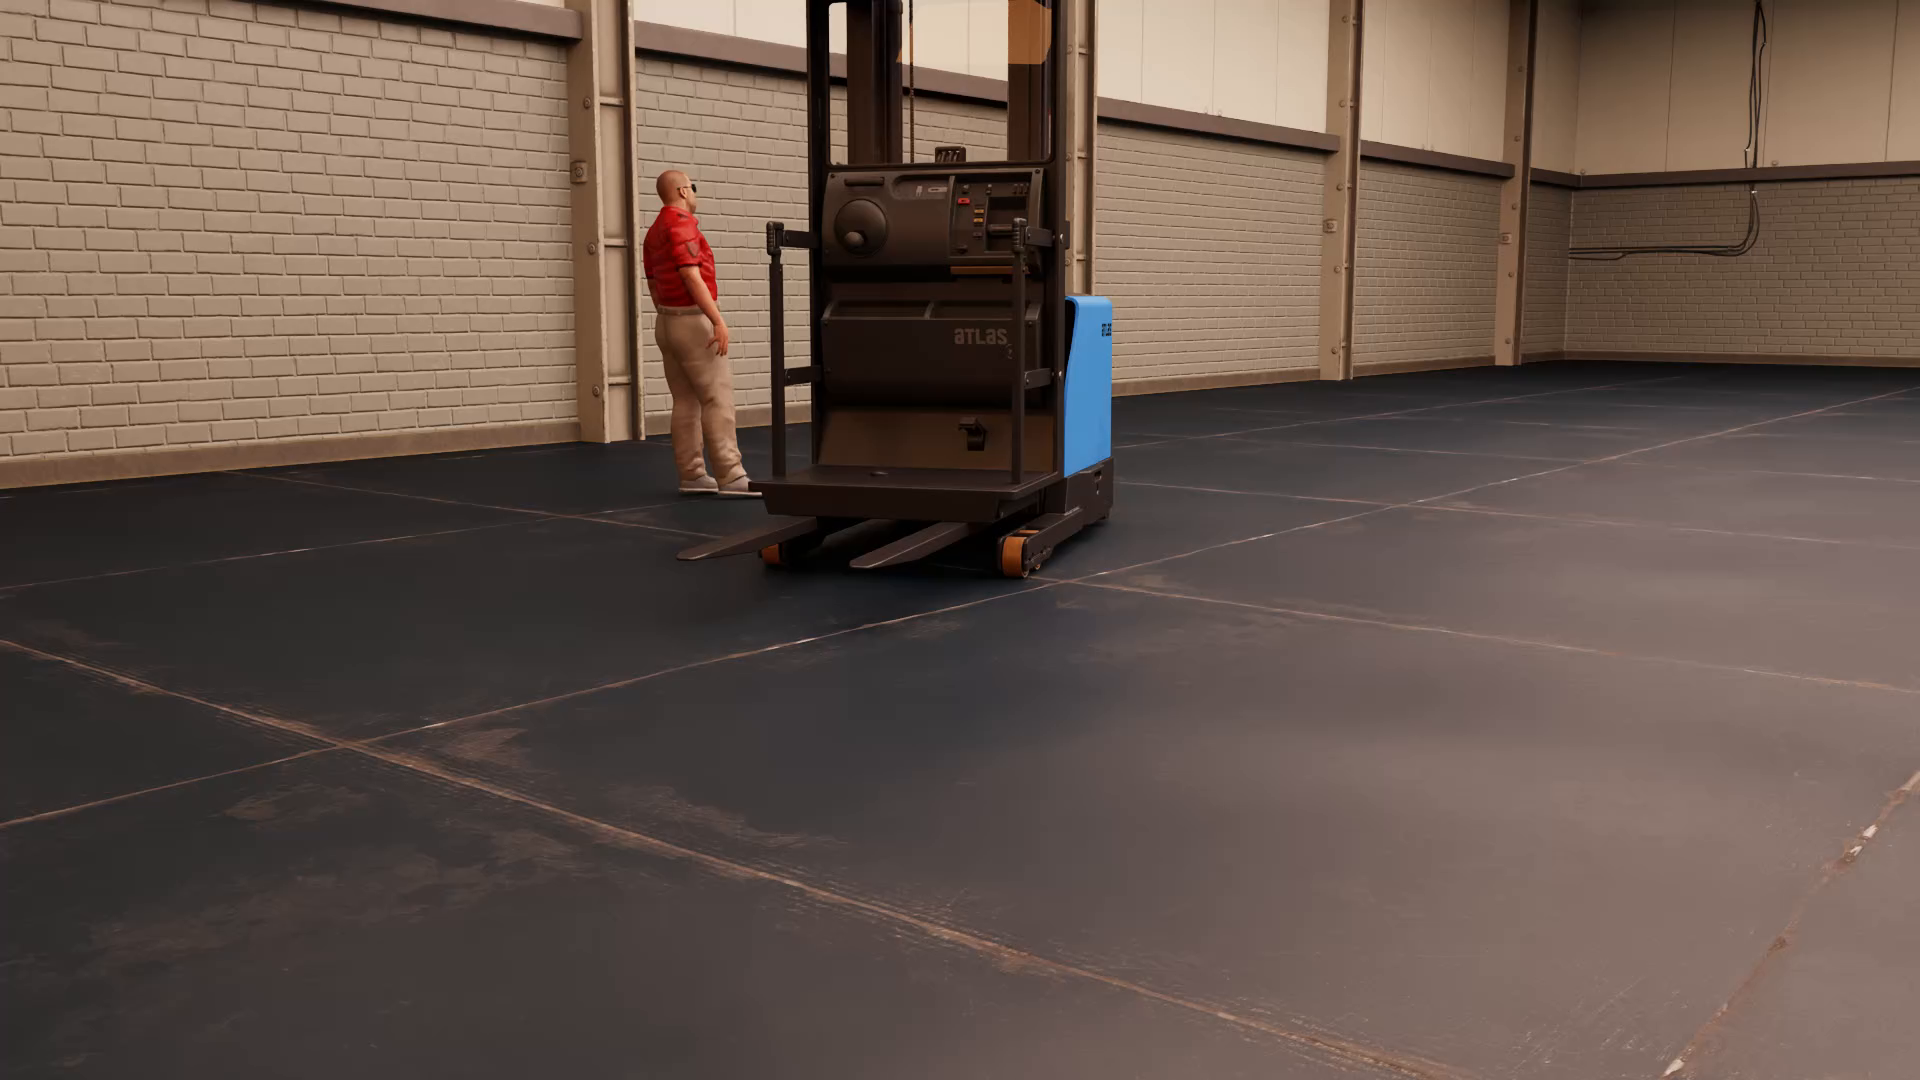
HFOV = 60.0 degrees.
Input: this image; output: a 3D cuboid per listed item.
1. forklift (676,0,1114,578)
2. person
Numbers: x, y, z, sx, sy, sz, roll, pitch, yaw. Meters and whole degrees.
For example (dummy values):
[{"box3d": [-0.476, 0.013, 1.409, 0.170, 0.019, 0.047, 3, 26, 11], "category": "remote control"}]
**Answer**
[{"box3d": [-0.176, -1.366, 6.616, 1.130, 2.935, 3.031, 3, 9, 17], "category": "forklift"}, {"box3d": [-1.368, -1.108, 8.961, 0.551, 1.727, 0.640, -5, 10, -33], "category": "person"}]
